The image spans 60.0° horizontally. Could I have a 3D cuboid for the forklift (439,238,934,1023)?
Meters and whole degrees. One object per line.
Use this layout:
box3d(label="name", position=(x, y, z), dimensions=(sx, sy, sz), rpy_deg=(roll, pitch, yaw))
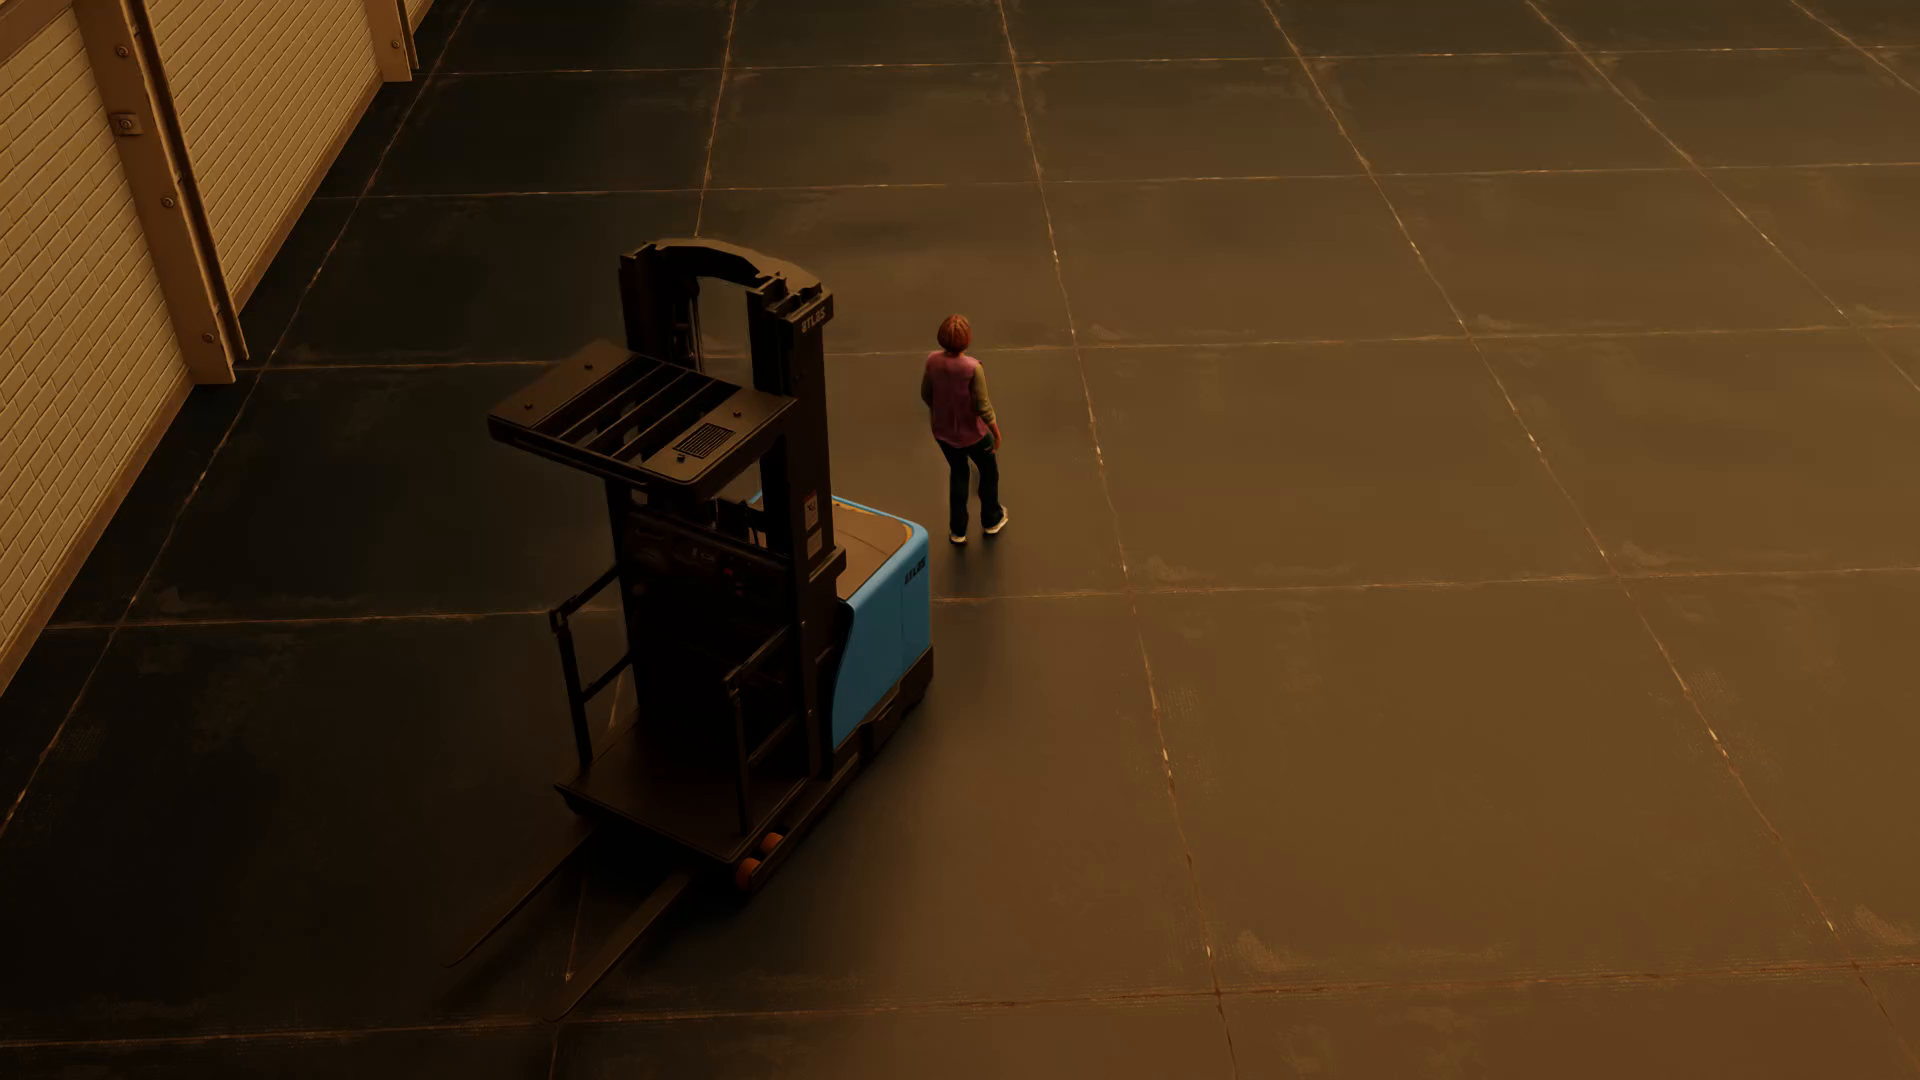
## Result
box3d(label="forklift", position=(-1.316, 0.226, 7.700), dimensions=(1.130, 2.935, 3.031), rpy_deg=(19, 40, 24))

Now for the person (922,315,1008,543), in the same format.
box3d(label="person", position=(0.066, -0.706, 10.139), dimensions=(0.516, 1.581, 0.534), rpy_deg=(21, 41, 26))
